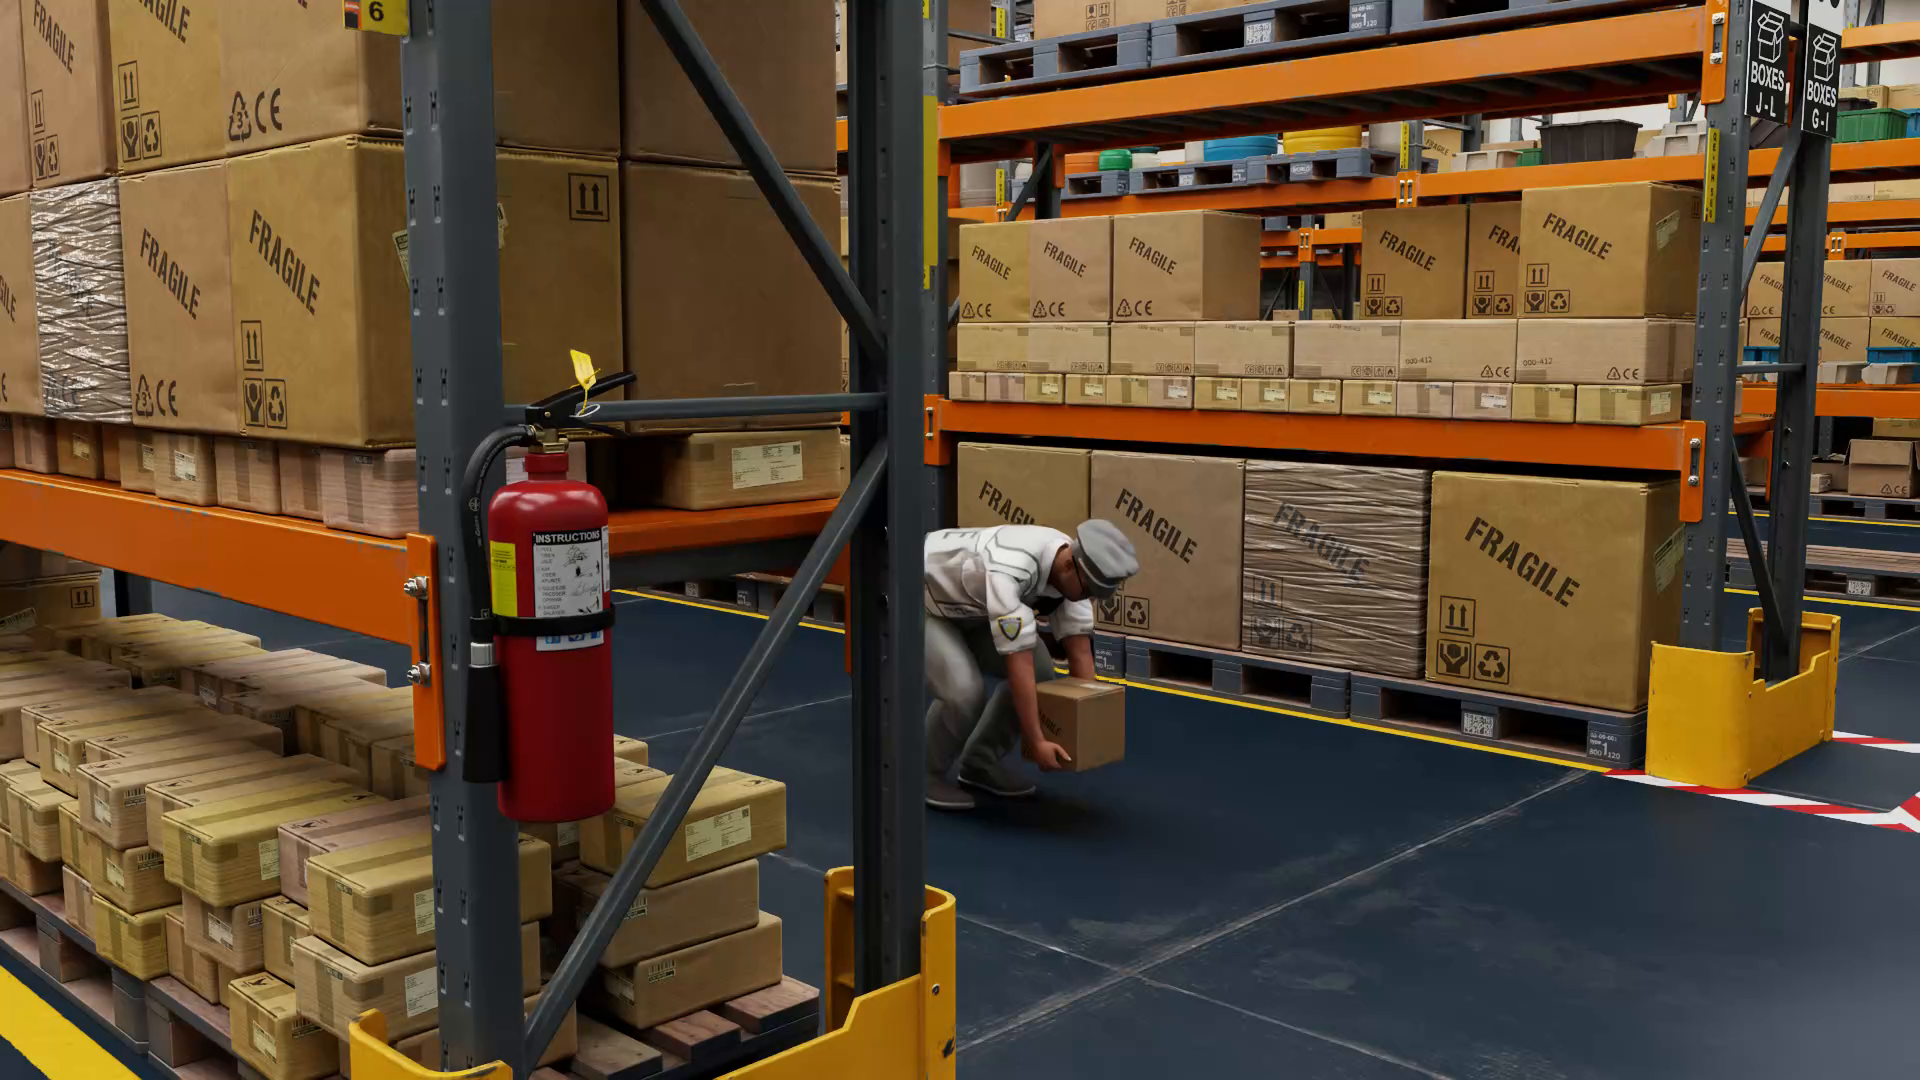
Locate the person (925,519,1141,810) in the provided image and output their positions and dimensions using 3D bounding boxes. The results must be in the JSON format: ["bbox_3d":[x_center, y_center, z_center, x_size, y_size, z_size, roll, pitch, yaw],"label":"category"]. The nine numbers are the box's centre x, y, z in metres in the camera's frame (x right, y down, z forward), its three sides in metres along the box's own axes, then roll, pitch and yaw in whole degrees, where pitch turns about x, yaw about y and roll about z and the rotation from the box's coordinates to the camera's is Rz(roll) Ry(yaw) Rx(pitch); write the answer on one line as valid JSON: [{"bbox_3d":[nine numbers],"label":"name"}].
[{"bbox_3d":[0.152,0.419,5.775,1.026,1.035,0.528,6,9,41],"label":"person"}]
